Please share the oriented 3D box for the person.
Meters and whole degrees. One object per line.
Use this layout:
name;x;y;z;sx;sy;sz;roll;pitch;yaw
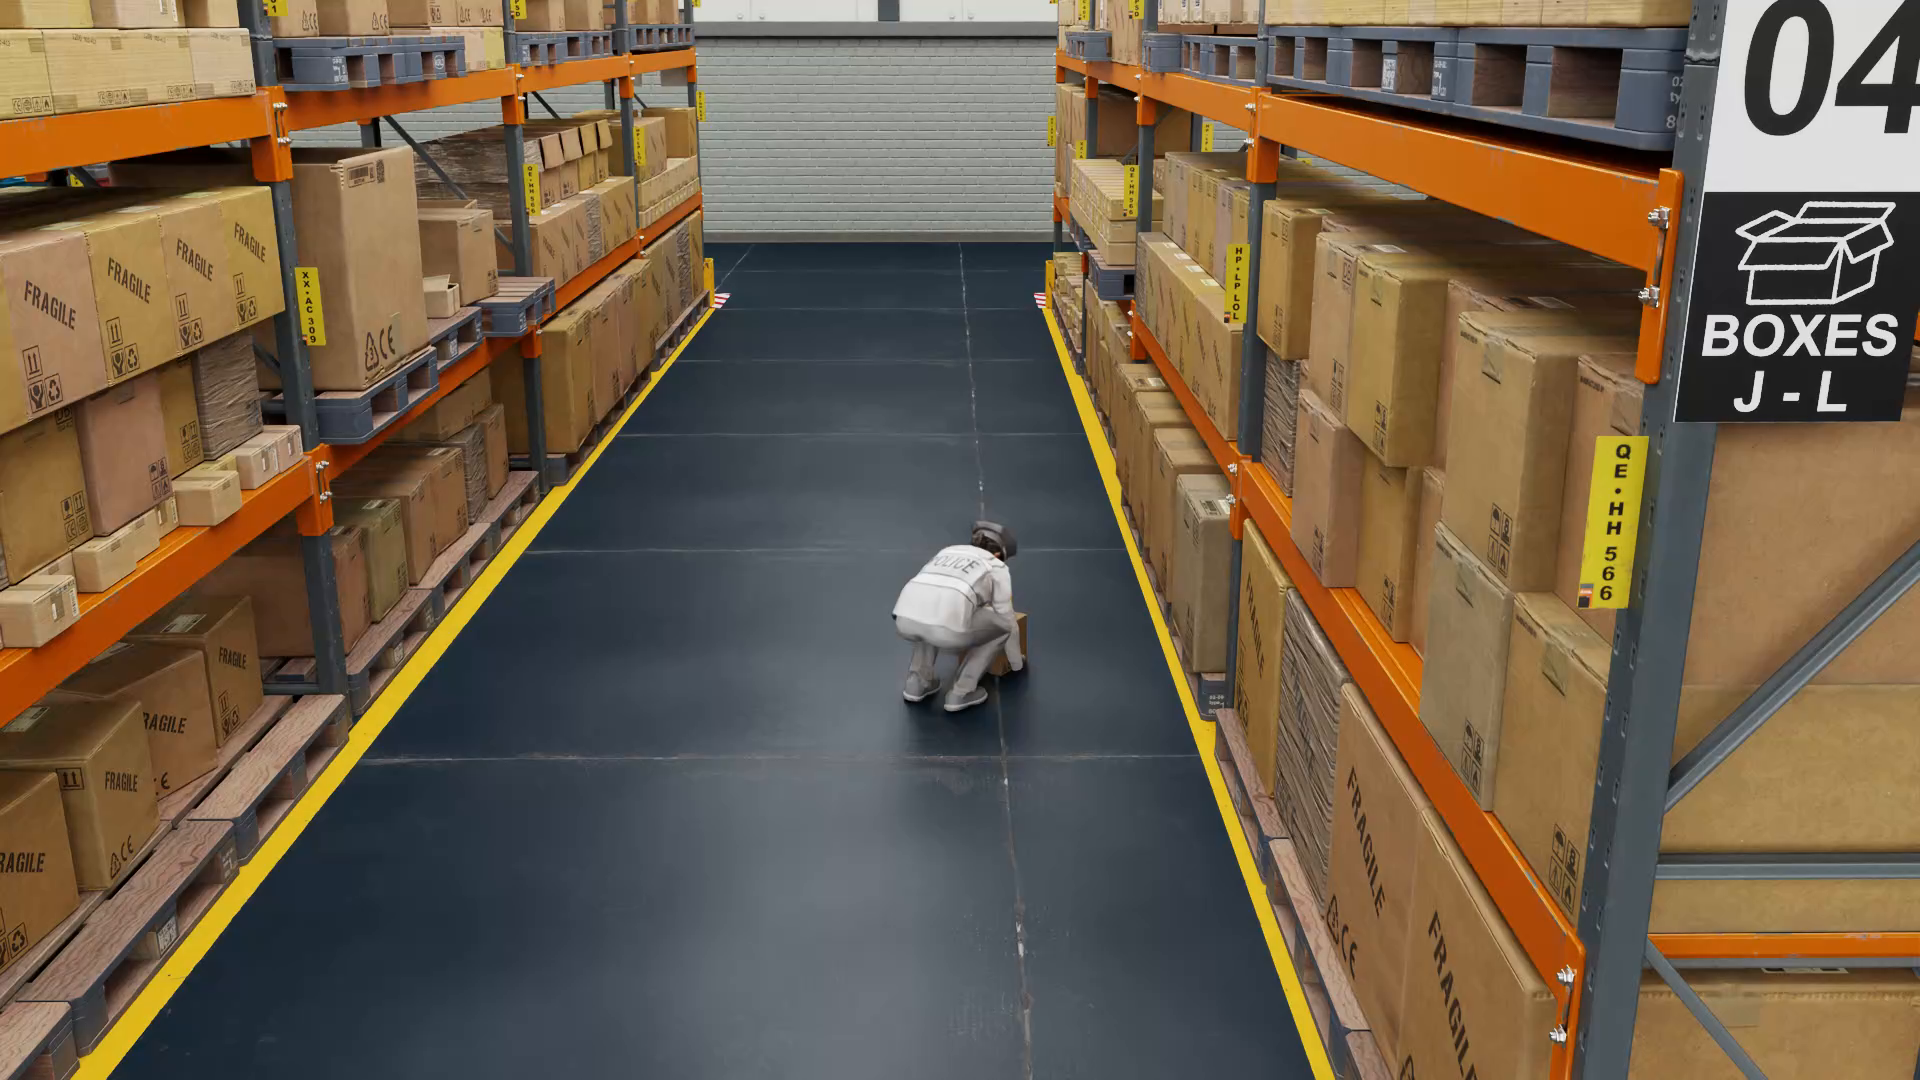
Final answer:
person;0.014;0.369;7.948;0.460;0.779;0.907;10;20;29
